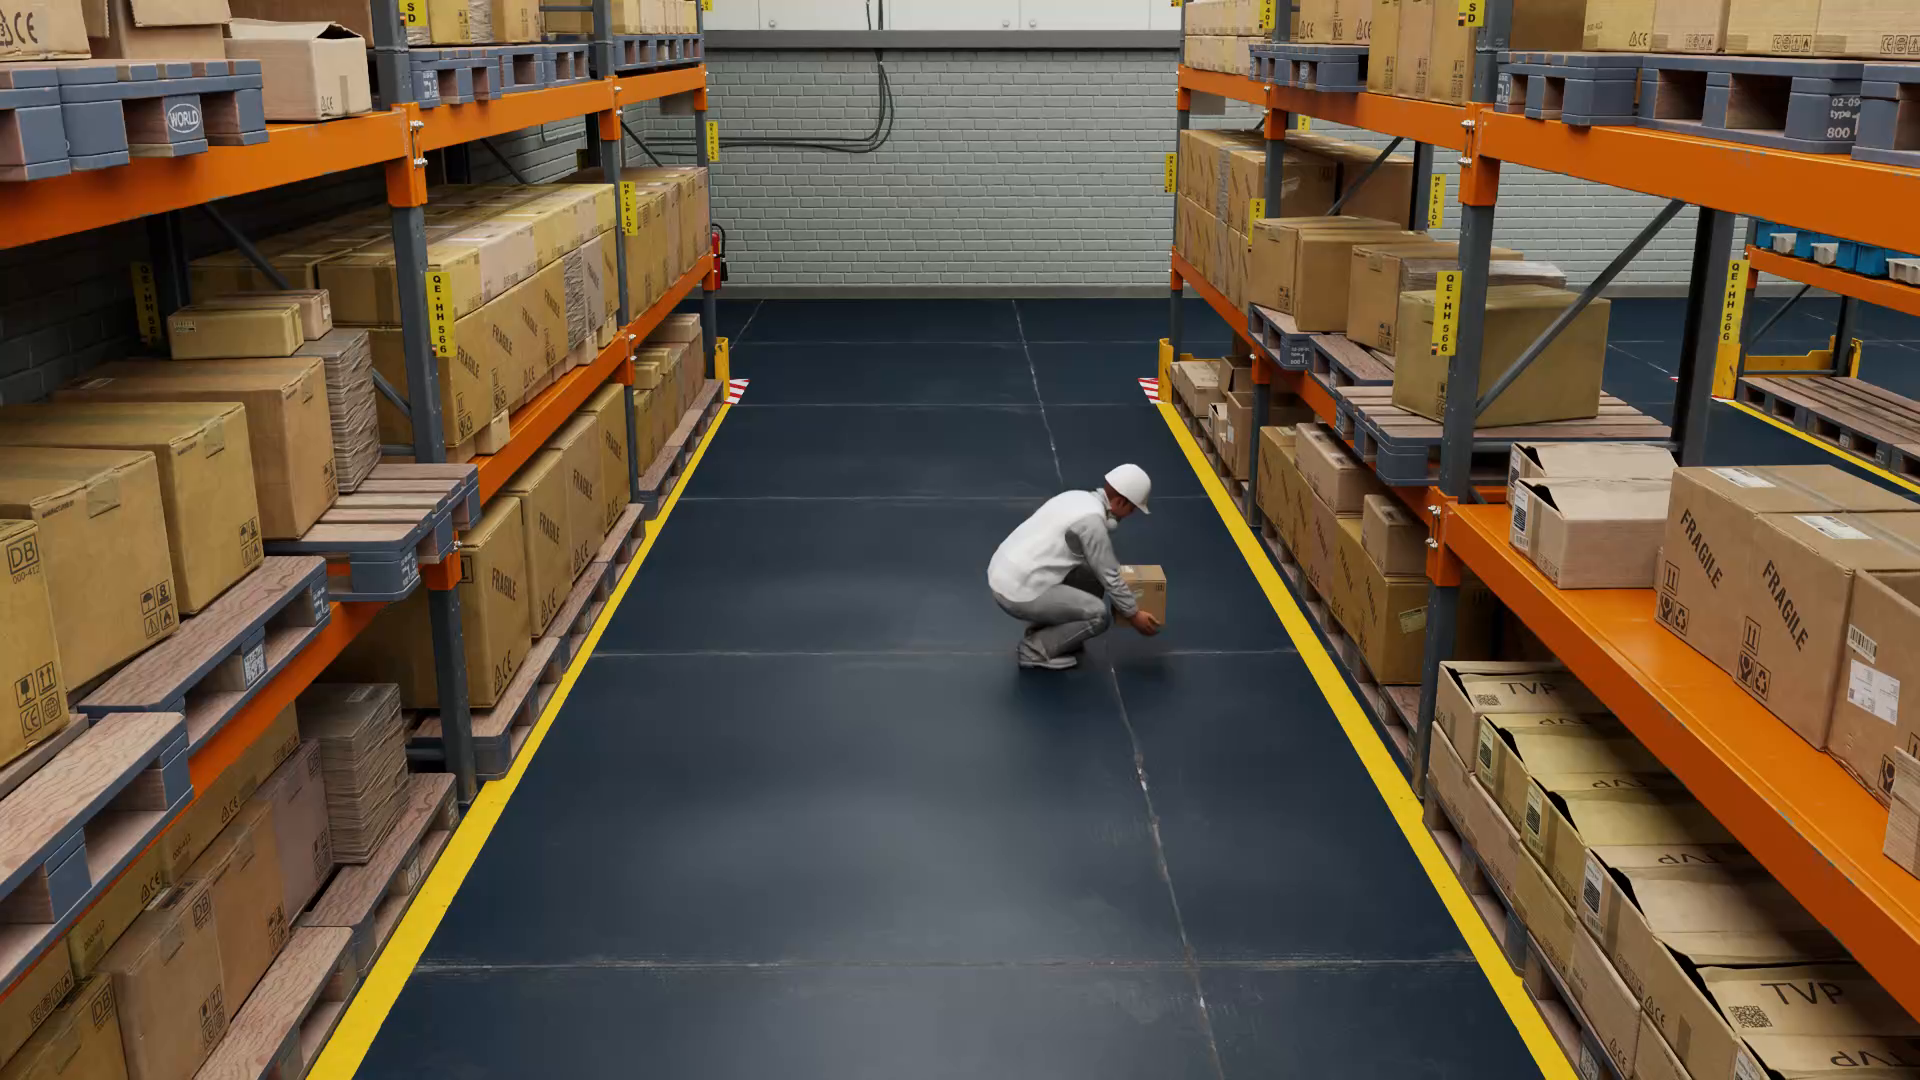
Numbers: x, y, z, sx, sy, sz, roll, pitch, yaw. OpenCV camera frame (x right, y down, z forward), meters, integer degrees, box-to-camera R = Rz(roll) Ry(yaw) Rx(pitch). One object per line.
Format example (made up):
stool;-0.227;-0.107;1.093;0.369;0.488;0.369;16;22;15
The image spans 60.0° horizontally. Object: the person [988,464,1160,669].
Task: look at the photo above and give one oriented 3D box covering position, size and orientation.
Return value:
person;0.573;0.122;8.431;0.862;1.007;0.534;0;17;-1
